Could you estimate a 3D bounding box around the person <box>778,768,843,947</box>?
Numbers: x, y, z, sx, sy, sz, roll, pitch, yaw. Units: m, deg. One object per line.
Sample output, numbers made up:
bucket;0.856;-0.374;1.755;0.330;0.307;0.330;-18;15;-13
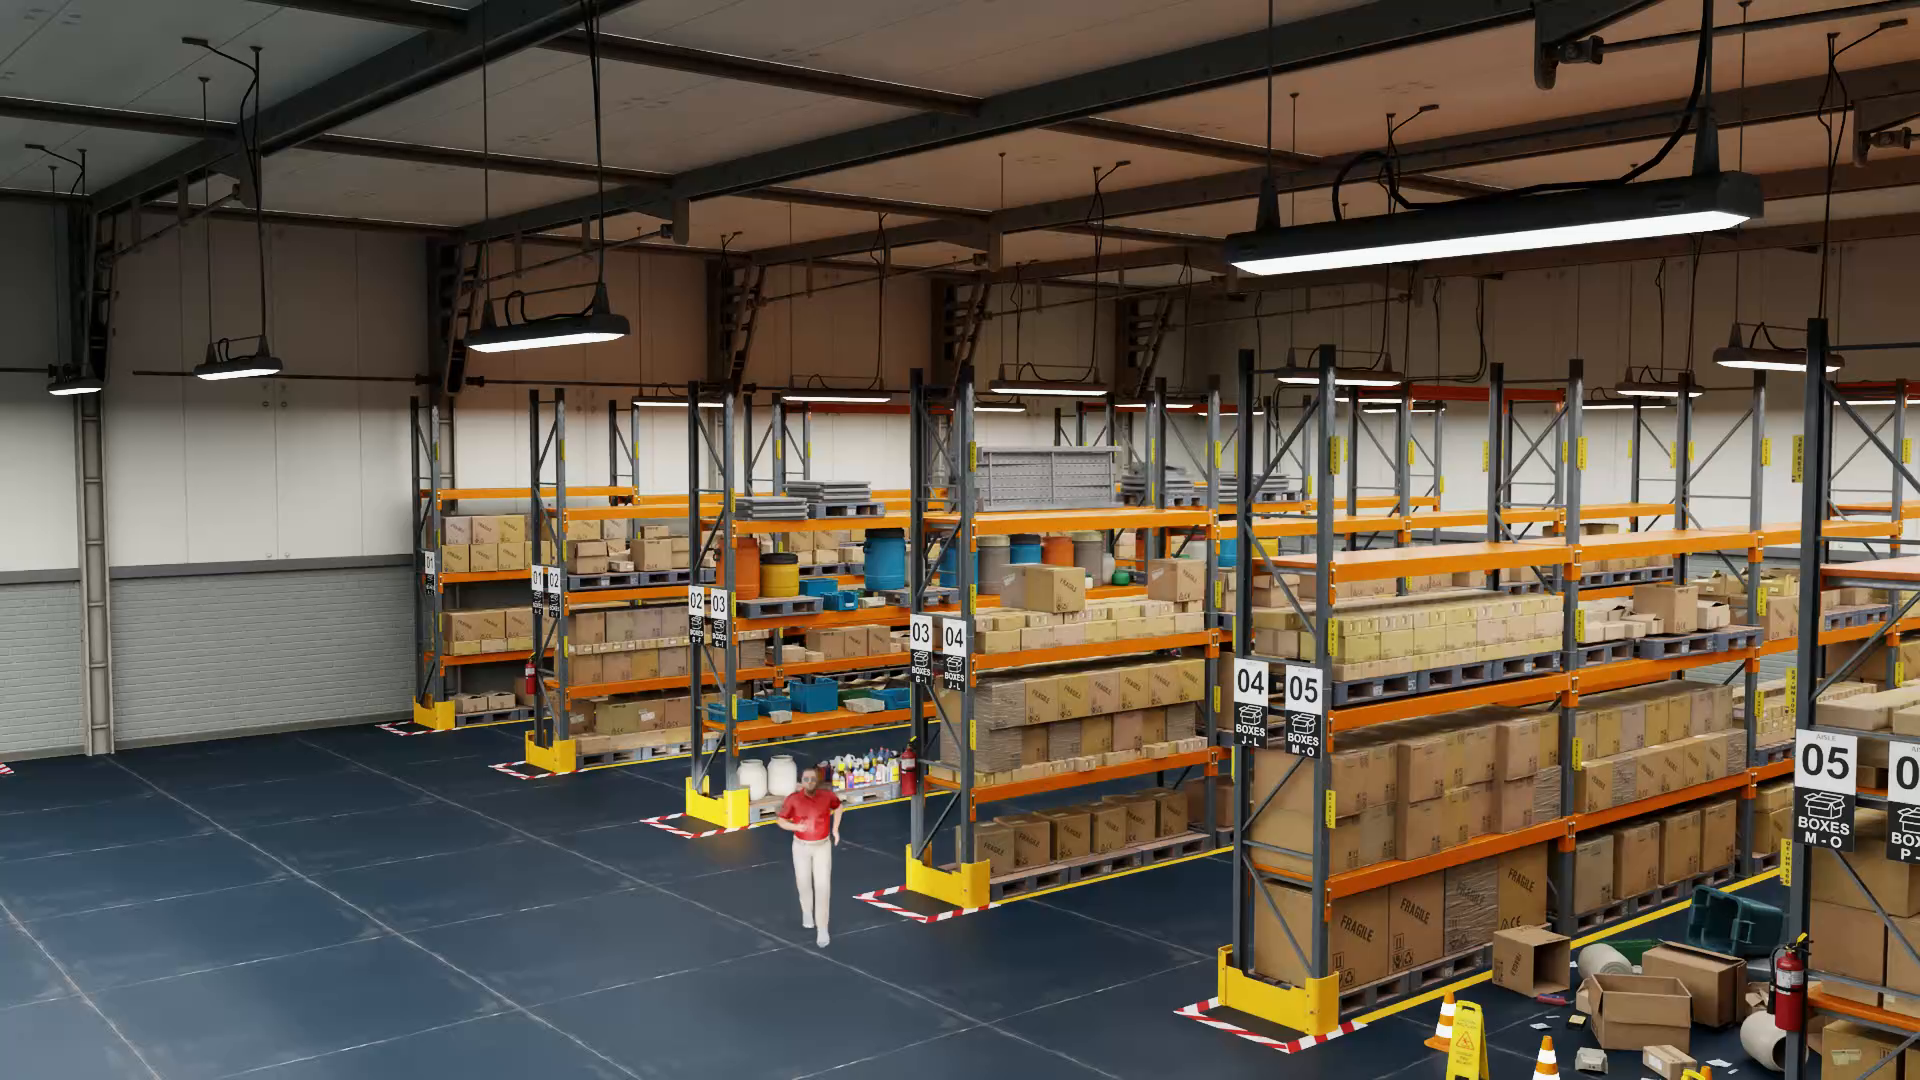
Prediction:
person;-1.565;3.260;17.393;0.664;1.765;0.876;0;3;-3
